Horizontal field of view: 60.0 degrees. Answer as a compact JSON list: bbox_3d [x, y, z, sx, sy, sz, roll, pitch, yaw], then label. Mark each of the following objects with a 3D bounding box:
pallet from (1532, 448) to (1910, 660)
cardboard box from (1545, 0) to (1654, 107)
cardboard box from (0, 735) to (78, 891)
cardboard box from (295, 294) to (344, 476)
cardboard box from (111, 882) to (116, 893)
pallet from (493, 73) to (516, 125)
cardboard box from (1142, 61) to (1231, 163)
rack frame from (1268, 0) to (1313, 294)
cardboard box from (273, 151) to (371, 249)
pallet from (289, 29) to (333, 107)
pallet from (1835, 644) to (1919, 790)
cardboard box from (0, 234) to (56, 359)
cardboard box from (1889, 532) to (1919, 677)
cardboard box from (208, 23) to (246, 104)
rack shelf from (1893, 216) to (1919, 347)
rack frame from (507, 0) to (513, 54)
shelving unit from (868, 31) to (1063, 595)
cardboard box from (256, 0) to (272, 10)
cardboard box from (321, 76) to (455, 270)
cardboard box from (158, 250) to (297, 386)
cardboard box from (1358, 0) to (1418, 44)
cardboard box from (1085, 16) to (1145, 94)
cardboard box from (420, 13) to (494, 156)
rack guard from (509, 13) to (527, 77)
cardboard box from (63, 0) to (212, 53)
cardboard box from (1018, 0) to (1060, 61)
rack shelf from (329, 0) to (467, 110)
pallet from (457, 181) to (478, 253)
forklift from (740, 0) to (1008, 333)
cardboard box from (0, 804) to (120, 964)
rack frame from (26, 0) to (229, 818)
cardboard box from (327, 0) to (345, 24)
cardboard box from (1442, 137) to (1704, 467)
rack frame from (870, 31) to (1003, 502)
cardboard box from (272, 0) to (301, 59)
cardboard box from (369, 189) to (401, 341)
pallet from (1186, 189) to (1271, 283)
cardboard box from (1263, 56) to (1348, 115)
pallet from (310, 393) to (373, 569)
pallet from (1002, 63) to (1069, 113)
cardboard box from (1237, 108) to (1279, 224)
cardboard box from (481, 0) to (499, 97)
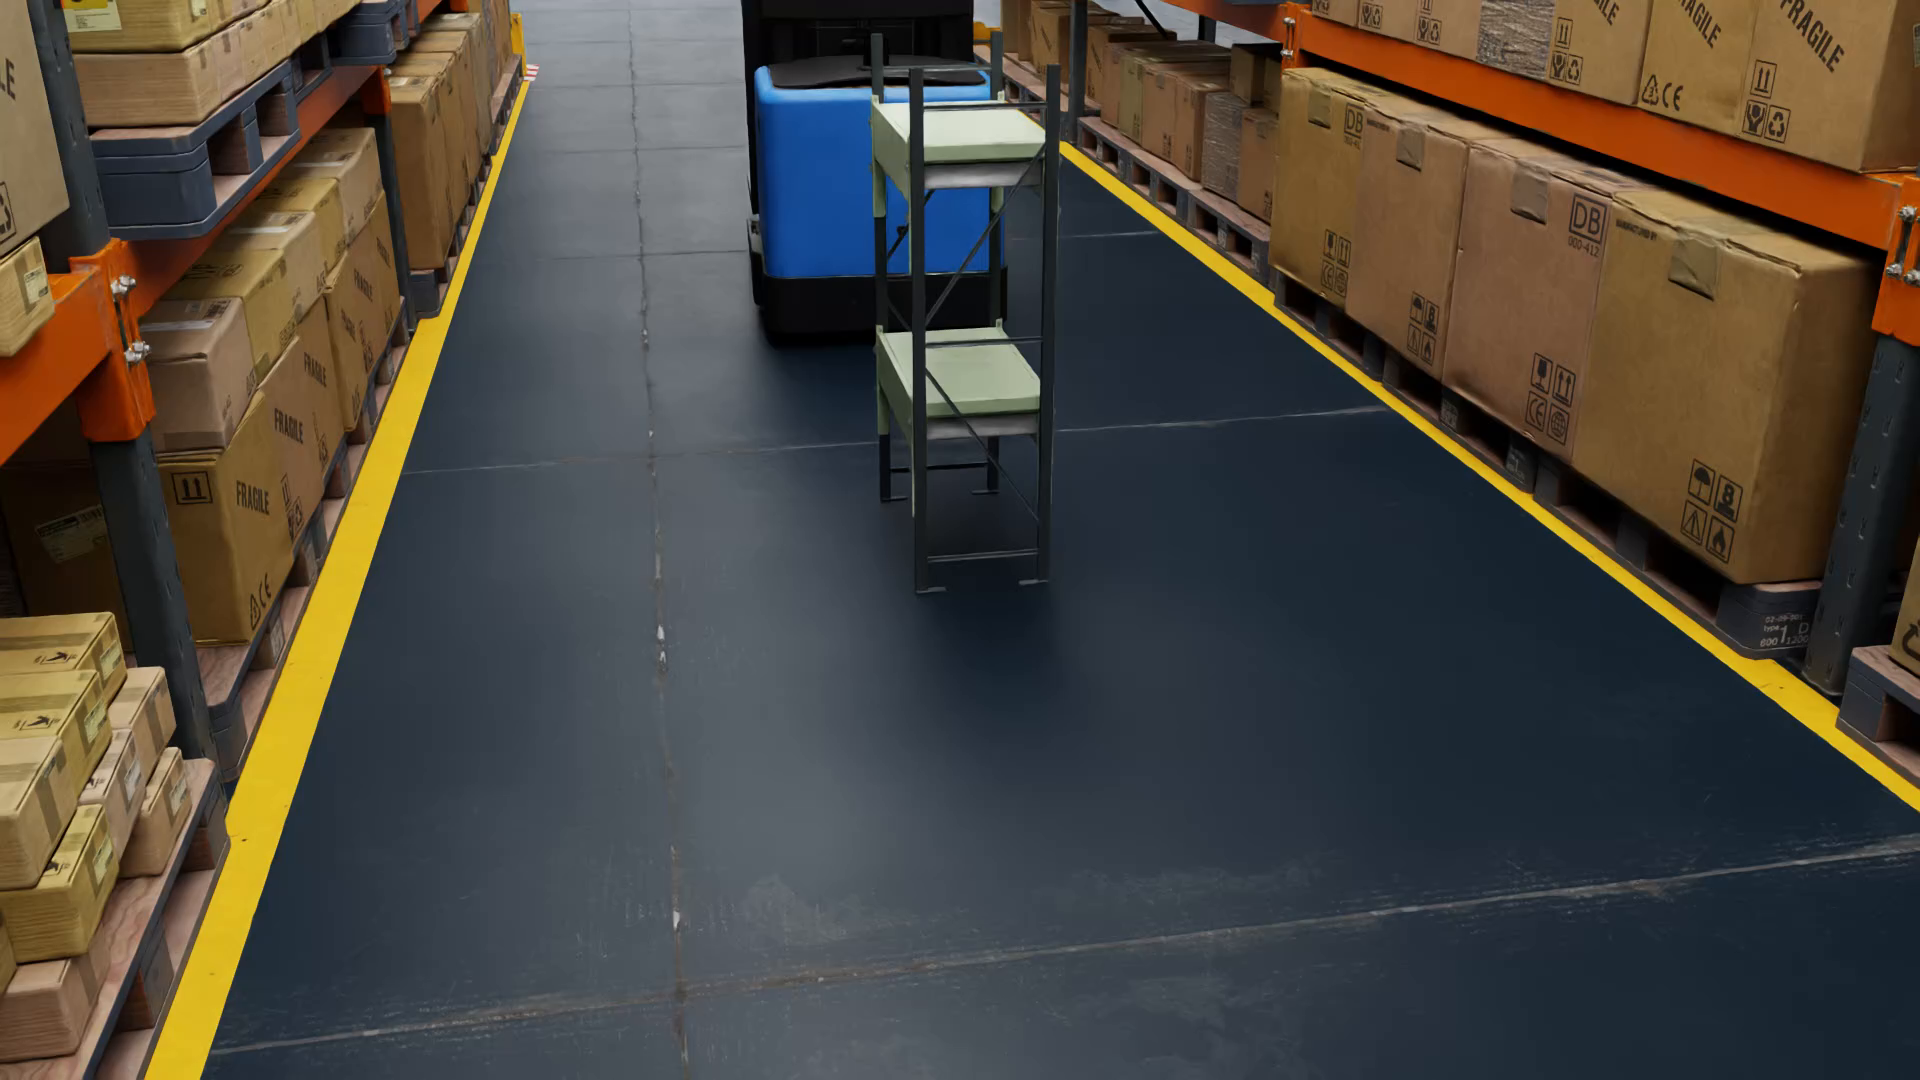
[{"bbox_3d":[2.512,-0.041,5.081,1.003,0.211,1.213,-4,24,-10],"label":"pallet"},{"bbox_3d":[2.186,-1.631,5.112,0.500,0.500,0.500,-5,24,-10],"label":"cardboard box"},{"bbox_3d":[-1.703,0.463,2.736,0.380,0.149,0.250,-5,24,-10],"label":"cardboard box"},{"bbox_3d":[-2.250,-0.464,5.164,0.500,0.500,0.500,-4,24,-9],"label":"cardboard box"},{"bbox_3d":[-1.791,0.657,3.034,0.380,0.149,0.250,-4,24,-8],"label":"cardboard box"},{"bbox_3d":[-3.936,-3.349,12.653,1.003,0.211,1.213,-4,24,-10],"label":"pallet"},{"bbox_3d":[1.516,-2.572,9.965,0.700,0.500,0.500,-6,24,-14],"label":"cardboard box"},{"bbox_3d":[1.989,-2.595,7.443,1.000,3.000,0.127,-4,24,-10],"label":"rack frame"},{"bbox_3d":[-2.416,-1.211,5.936,0.500,0.250,0.500,-4,24,-9],"label":"cardboard box"},{"bbox_3d":[-2.498,-1.404,4.956,1.003,0.211,1.213,-4,24,-10],"label":"pallet"},{"bbox_3d":[2.793,0.561,3.701,1.003,0.211,1.213,-4,24,-10],"label":"pallet"},{"bbox_3d":[-1.727,-0.391,2.711,0.380,0.149,0.250,-5,24,-11],"label":"cardboard box"},{"bbox_3d":[2.772,0.025,3.574,0.875,0.875,0.875,-4,24,-10],"label":"cardboard box"},{"bbox_3d":[-1.842,-1.069,3.739,0.380,0.149,0.250,-4,24,-9],"label":"cardboard box"},{"bbox_3d":[3.099,0.095,2.184,1.077,0.370,4.000,-4,24,-10],"label":"rack shelf"},{"bbox_3d":[-4.383,-5.414,13.899,1.000,3.000,0.127,-4,24,-10],"label":"rack frame"},{"bbox_3d":[-0.001,-0.690,4.956,0.431,1.500,0.755,-4,24,-10],"label":"shelving unit"},{"bbox_3d":[-1.932,-1.402,4.130,0.380,0.149,0.250,-5,24,-12],"label":"cardboard box"},{"bbox_3d":[-2.928,-1.675,7.624,1.050,0.750,0.750,-5,24,-10],"label":"cardboard box"},{"bbox_3d":[-2.142,-0.604,4.547,0.500,0.250,0.500,-4,24,-8],"label":"cardboard box"},{"bbox_3d":[1.909,-2.227,6.475,0.500,0.500,0.500,-5,24,-11],"label":"cardboard box"},{"bbox_3d":[1.102,-3.600,12.344,0.500,0.500,0.500,3,24,7],"label":"cardboard box"},{"bbox_3d":[-3.440,-2.765,10.119,1.050,0.750,0.750,-4,24,-10],"label":"cardboard box"},{"bbox_3d":[-4.388,-4.278,14.421,1.175,0.500,0.348,-4,24,-10],"label":"rack guard"},{"bbox_3d":[-1.785,-1.097,3.431,0.380,0.149,0.250,-4,24,-9],"label":"cardboard box"},{"bbox_3d":[0.753,-4.309,13.967,0.500,0.500,0.500,2,24,4],"label":"cardboard box"},{"bbox_3d":[-3.274,-2.724,8.639,1.077,0.370,4.000,-4,24,-10],"label":"rack shelf"},{"bbox_3d":[-3.198,-1.784,9.071,1.003,0.211,1.213,-4,24,-10],"label":"pallet"},{"bbox_3d":[-0.515,-2.782,7.957,1.130,2.935,3.031,-3,24,-7],"label":"forklift"},{"bbox_3d":[-1.664,0.594,2.809,0.380,0.149,0.250,-5,24,-12],"label":"cardboard box"},{"bbox_3d":[-2.164,-0.694,3.091,1.000,3.000,0.127,-4,24,-10],"label":"rack frame"},{"bbox_3d":[-2.129,-1.680,5.138,0.380,0.149,0.250,-4,24,-8],"label":"cardboard box"},{"bbox_3d":[2.425,-0.842,5.560,1.225,0.875,0.875,-5,24,-12],"label":"cardboard box"},{"bbox_3d":[-0.069,-0.834,5.285,0.400,1.500,0.023,-4,24,-10],"label":"rack frame"},{"bbox_3d":[-1.977,-1.366,4.420,0.380,0.149,0.250,-5,24,-12],"label":"cardboard box"},{"bbox_3d":[-2.525,-1.075,6.562,0.500,0.500,0.500,-4,24,-10],"label":"cardboard box"},{"bbox_3d":[1.846,-1.624,8.705,1.003,0.211,1.213,-4,24,-10],"label":"pallet"},{"bbox_3d":[1.836,-2.256,8.304,0.500,0.250,0.500,-3,24,-8],"label":"cardboard box"},{"bbox_3d":[-2.539,-0.203,5.451,1.003,0.211,1.213,-4,24,-10],"label":"pallet"},{"bbox_3d":[0.862,-3.633,13.304,1.003,0.211,1.213,-4,24,-10],"label":"pallet"},{"bbox_3d":[1.846,-1.913,8.456,0.700,0.500,0.500,-6,24,-13],"label":"cardboard box"},{"bbox_3d":[-3.861,-3.666,12.027,0.875,0.875,0.875,-4,24,-9],"label":"cardboard box"}]
